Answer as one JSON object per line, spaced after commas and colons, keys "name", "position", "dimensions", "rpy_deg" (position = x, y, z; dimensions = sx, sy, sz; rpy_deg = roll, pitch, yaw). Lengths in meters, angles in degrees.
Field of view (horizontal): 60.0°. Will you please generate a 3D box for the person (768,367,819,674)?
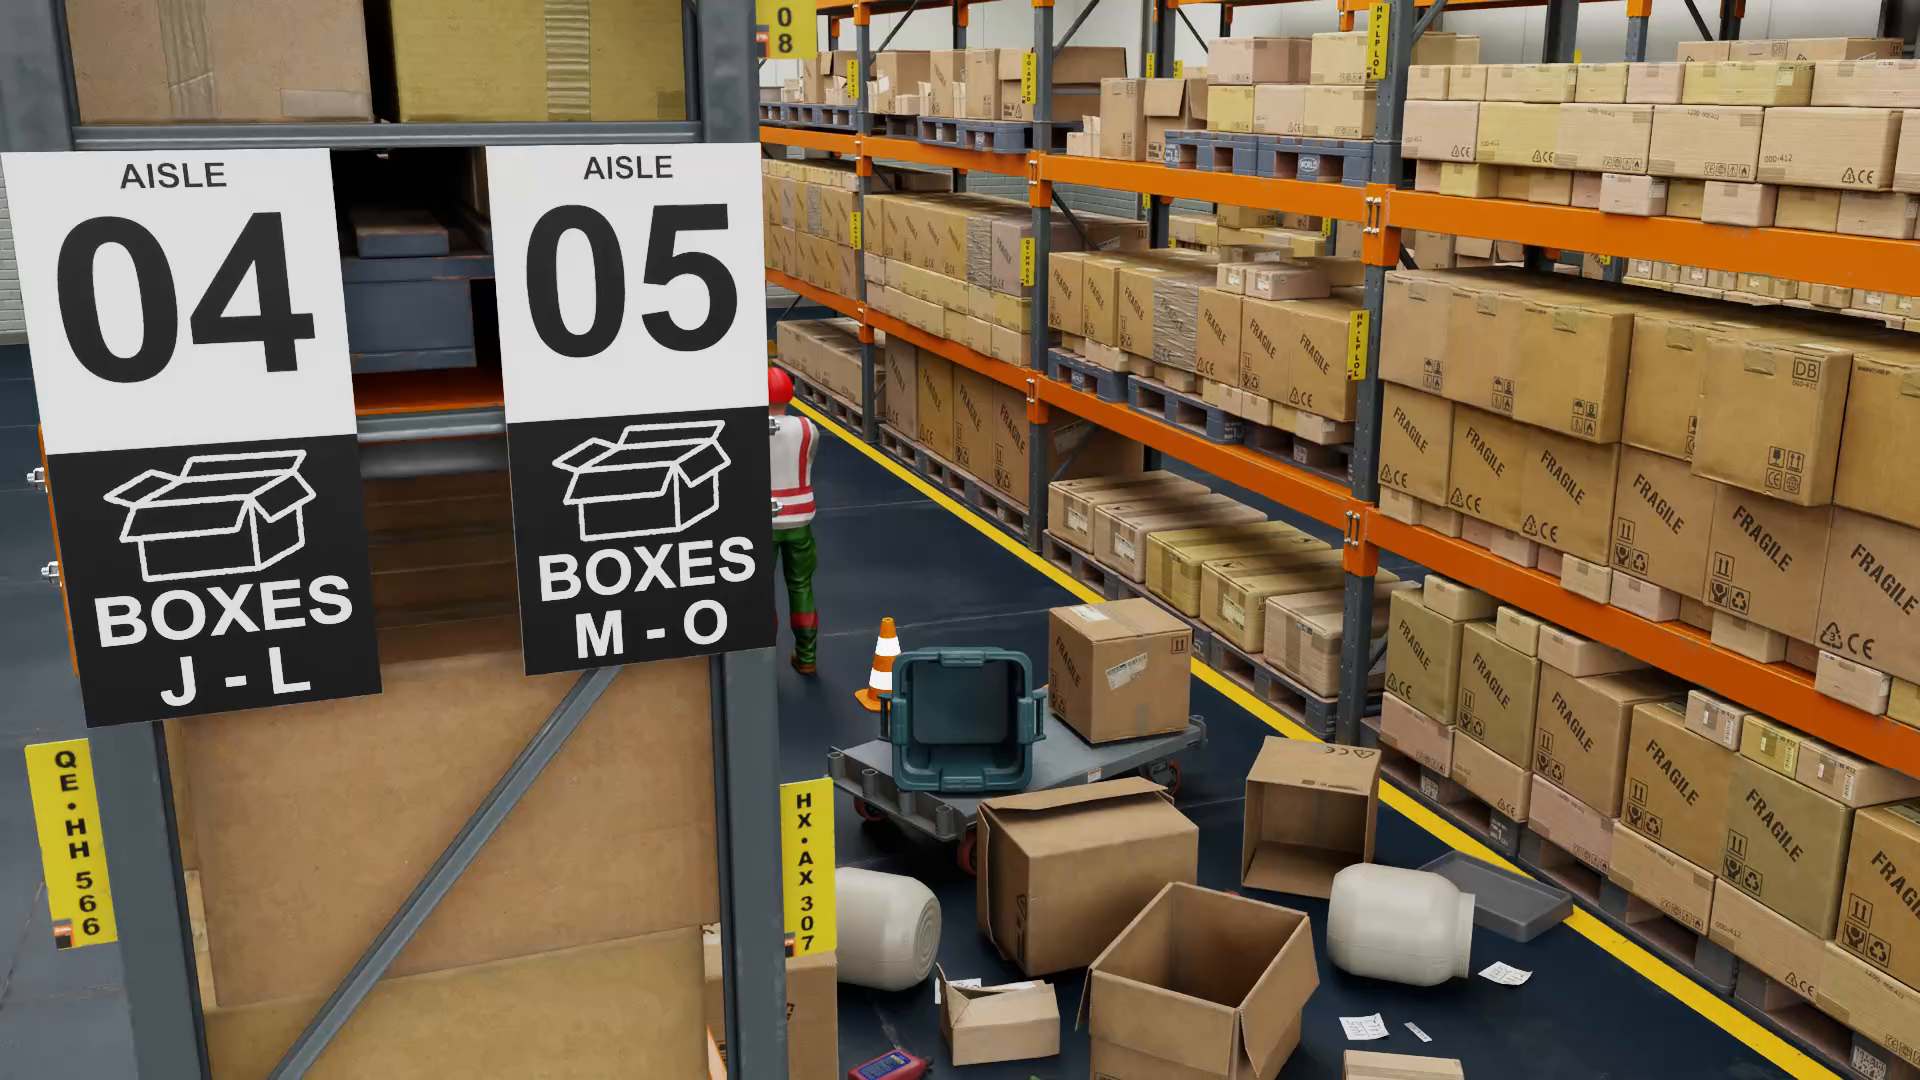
{"name": "person", "position": [-1.063, -0.122, 9.432], "dimensions": [0.493, 1.782, 0.564], "rpy_deg": [-6, 16, -20]}
